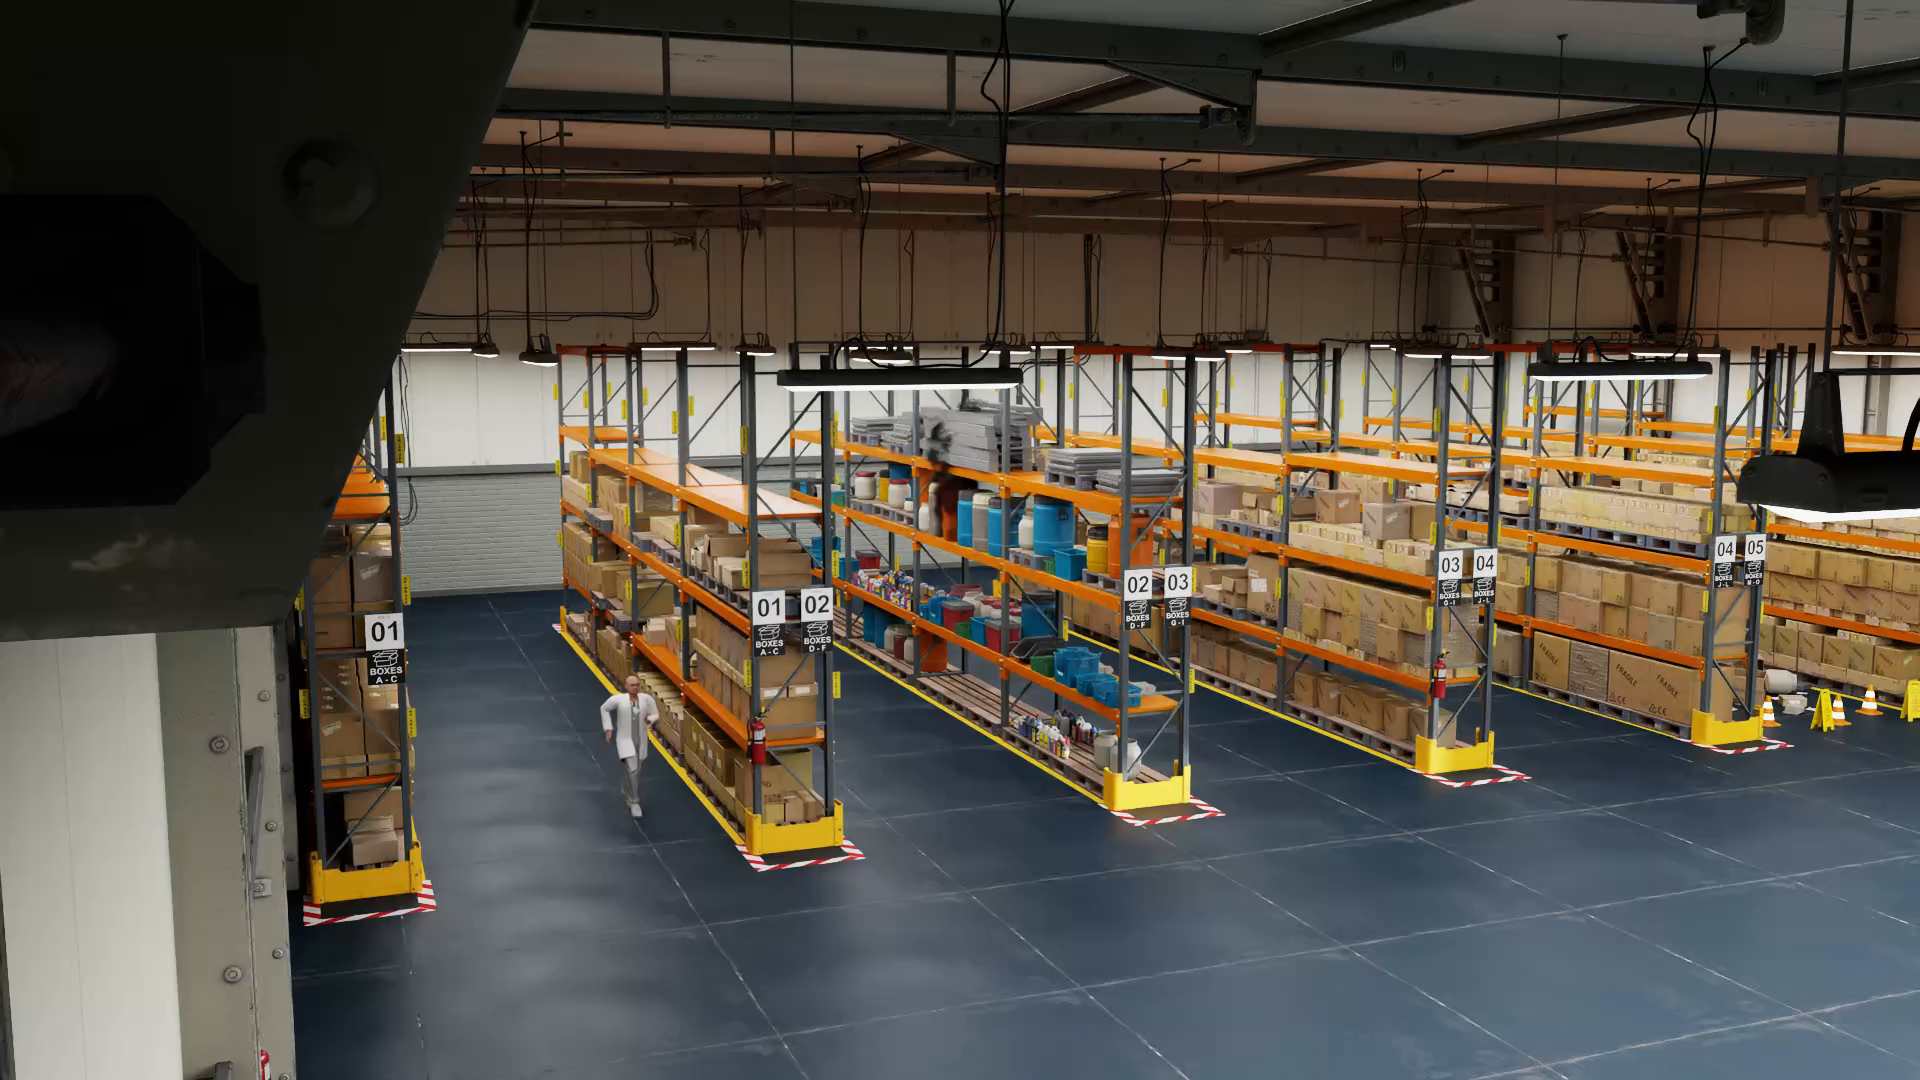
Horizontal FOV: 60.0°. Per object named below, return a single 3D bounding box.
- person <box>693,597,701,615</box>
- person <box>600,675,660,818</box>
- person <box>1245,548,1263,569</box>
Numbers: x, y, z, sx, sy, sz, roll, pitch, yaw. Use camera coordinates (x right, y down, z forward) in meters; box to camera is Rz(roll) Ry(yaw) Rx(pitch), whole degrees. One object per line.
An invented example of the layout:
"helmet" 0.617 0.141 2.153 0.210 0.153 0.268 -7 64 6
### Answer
"person" -5.378 1.239 34.167 0.589 1.586 0.590 -6 9 -39
"person" -4.304 2.681 21.850 0.666 1.847 0.937 -5 9 -34
"person" 6.328 1.007 35.080 0.672 1.756 0.666 -2 8 -17
